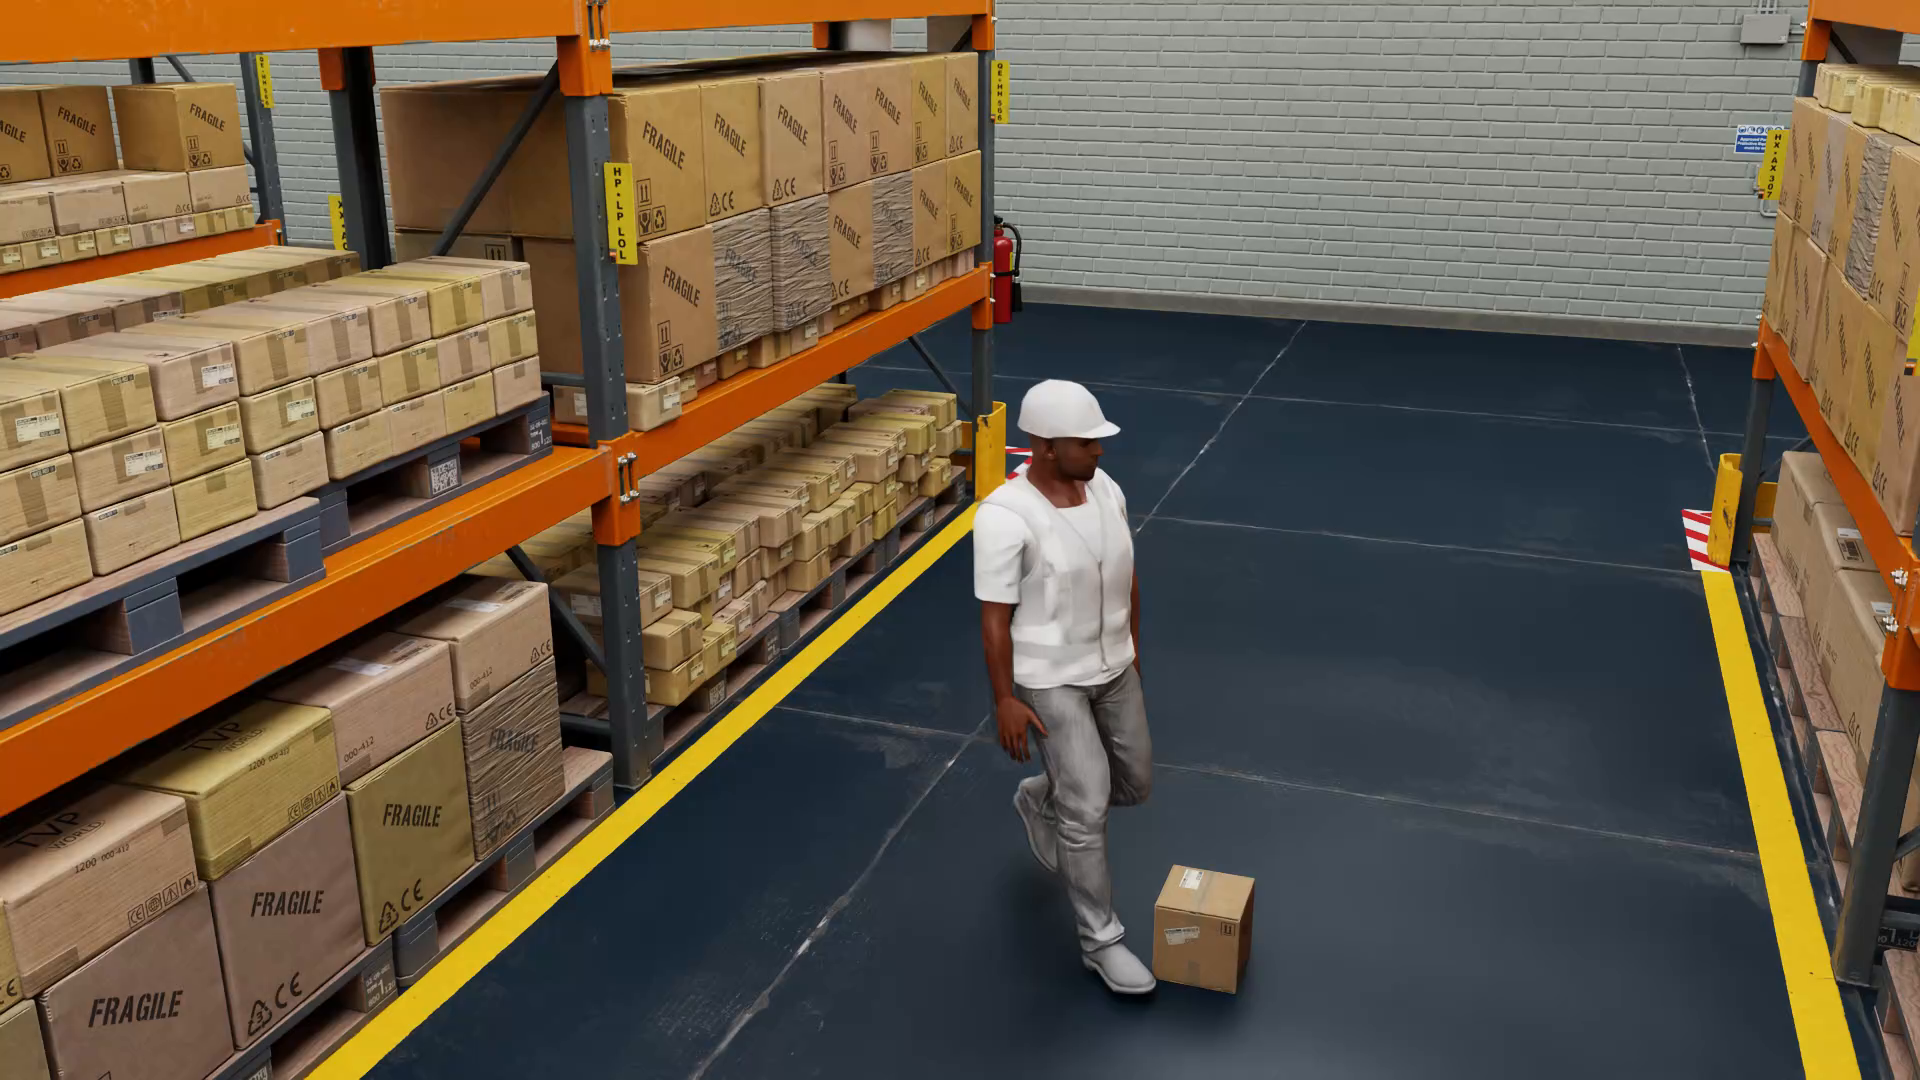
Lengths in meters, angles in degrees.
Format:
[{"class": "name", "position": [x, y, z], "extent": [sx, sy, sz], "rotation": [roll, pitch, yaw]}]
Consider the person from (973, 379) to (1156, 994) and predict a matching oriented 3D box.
[{"class": "person", "position": [0.360, 0.395, 4.888], "extent": [0.598, 1.740, 0.831], "rotation": [-16, 24, -39]}]
